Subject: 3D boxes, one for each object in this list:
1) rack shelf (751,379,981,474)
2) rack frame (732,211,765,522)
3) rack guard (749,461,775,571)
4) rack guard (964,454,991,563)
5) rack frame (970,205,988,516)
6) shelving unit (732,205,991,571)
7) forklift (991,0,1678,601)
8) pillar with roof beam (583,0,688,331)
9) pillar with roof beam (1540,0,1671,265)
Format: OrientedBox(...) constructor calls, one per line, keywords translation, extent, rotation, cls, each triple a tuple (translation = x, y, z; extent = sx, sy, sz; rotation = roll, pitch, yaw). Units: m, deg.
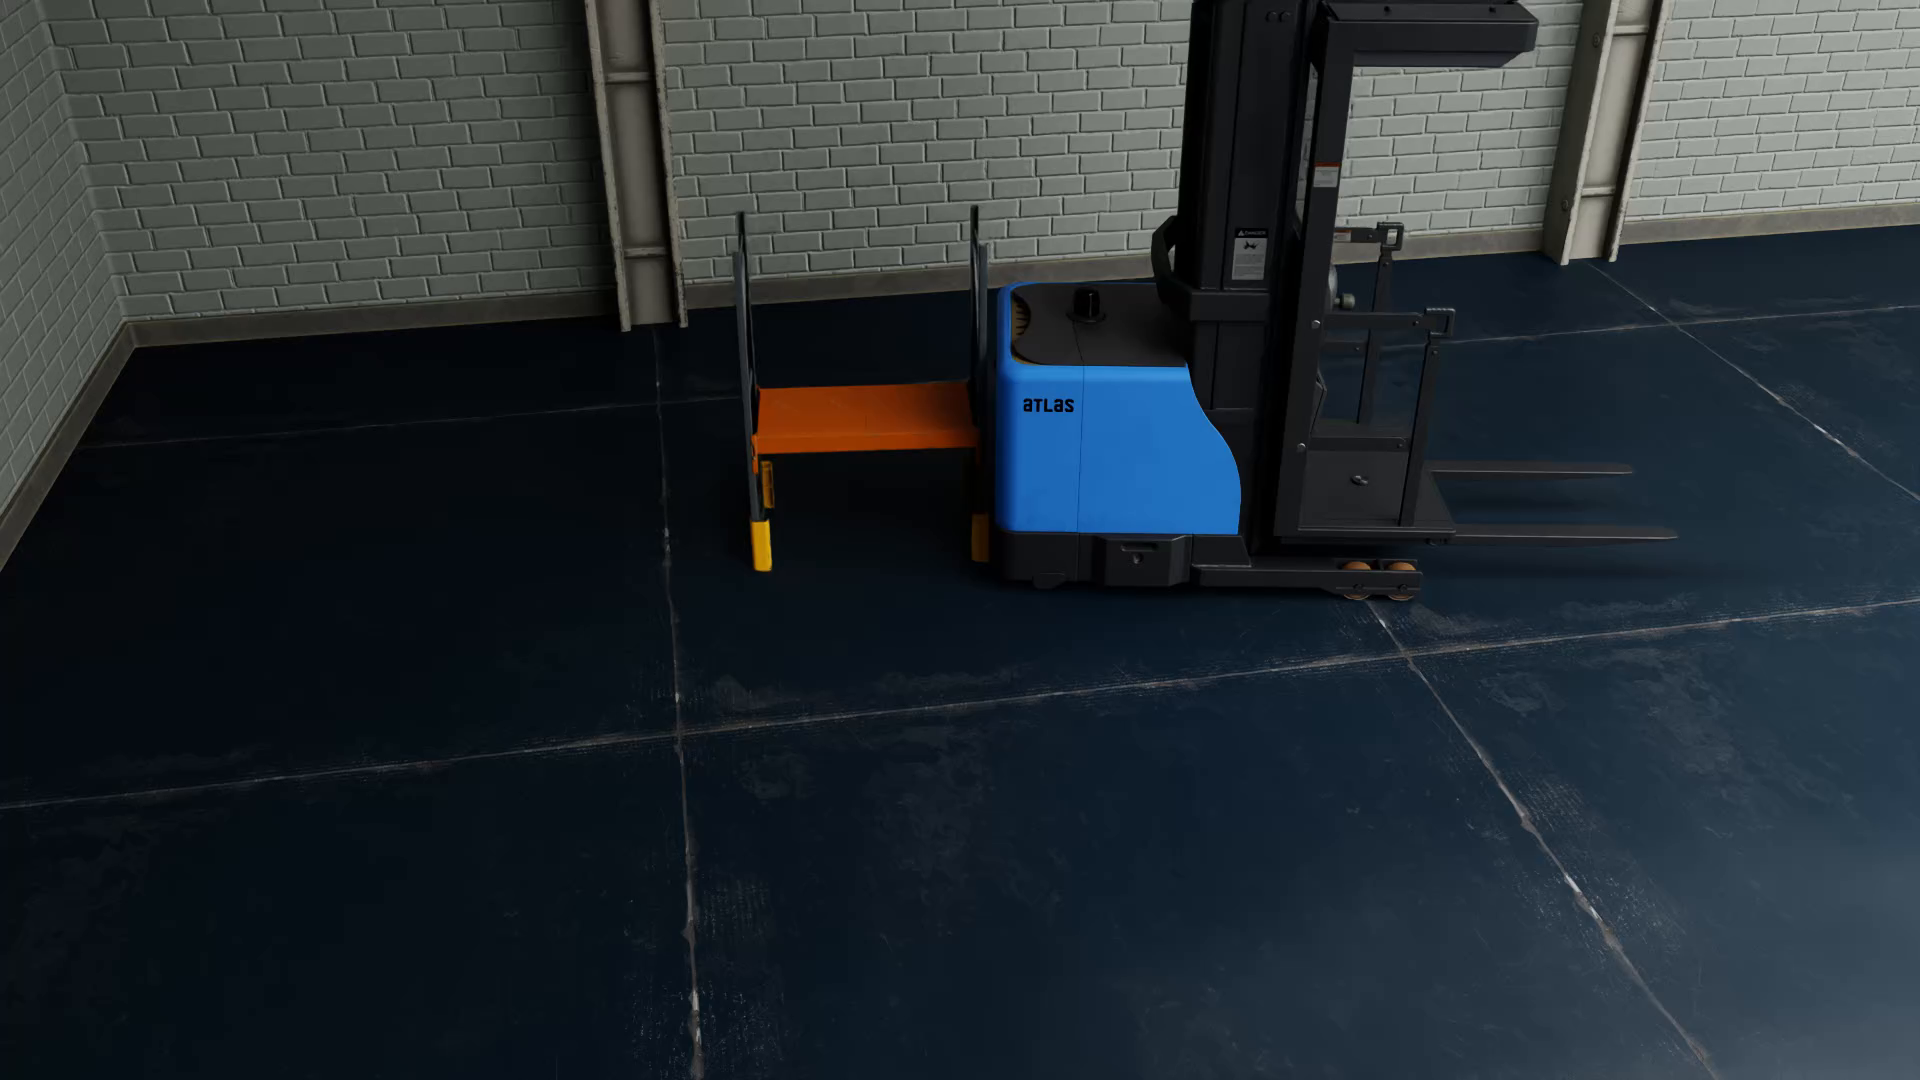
OrientedBox(translation=(-0.427, -0.519, 7.508), extent=(1.000, 0.185, 0.538), rotation=(-2, 31, -4), cls="rack shelf")
OrientedBox(translation=(-0.934, -0.656, 7.386), extent=(0.032, 1.500, 0.500), rotation=(-2, 31, -4), cls="rack frame")
OrientedBox(translation=(-0.914, -0.118, 7.704), extent=(0.087, 0.250, 0.587), rotation=(-2, 31, -4), cls="rack guard")
OrientedBox(translation=(0.079, -0.154, 7.765), extent=(0.087, 0.250, 0.587), rotation=(-2, 31, -4), cls="rack guard")
OrientedBox(translation=(0.080, -0.693, 7.448), extent=(0.032, 1.500, 0.500), rotation=(-2, 31, -4), cls="rack frame")
OrientedBox(translation=(-0.418, -0.675, 7.418), extent=(1.083, 1.500, 0.587), rotation=(-2, 31, -4), cls="shelving unit")
OrientedBox(translation=(1.664, -1.272, 7.021), extent=(3.031, 2.935, 1.130), rotation=(1, 30, 1), cls="forklift")
OrientedBox(translation=(-1.067, -3.063, 4.080), extent=(0.400, 9.000, 9.100), rotation=(-5, 31, -9), cls="pillar with roof beam")
OrientedBox(translation=(4.835, -3.610, 5.012), extent=(0.400, 9.000, 9.100), rotation=(-5, 31, -9), cls="pillar with roof beam")
